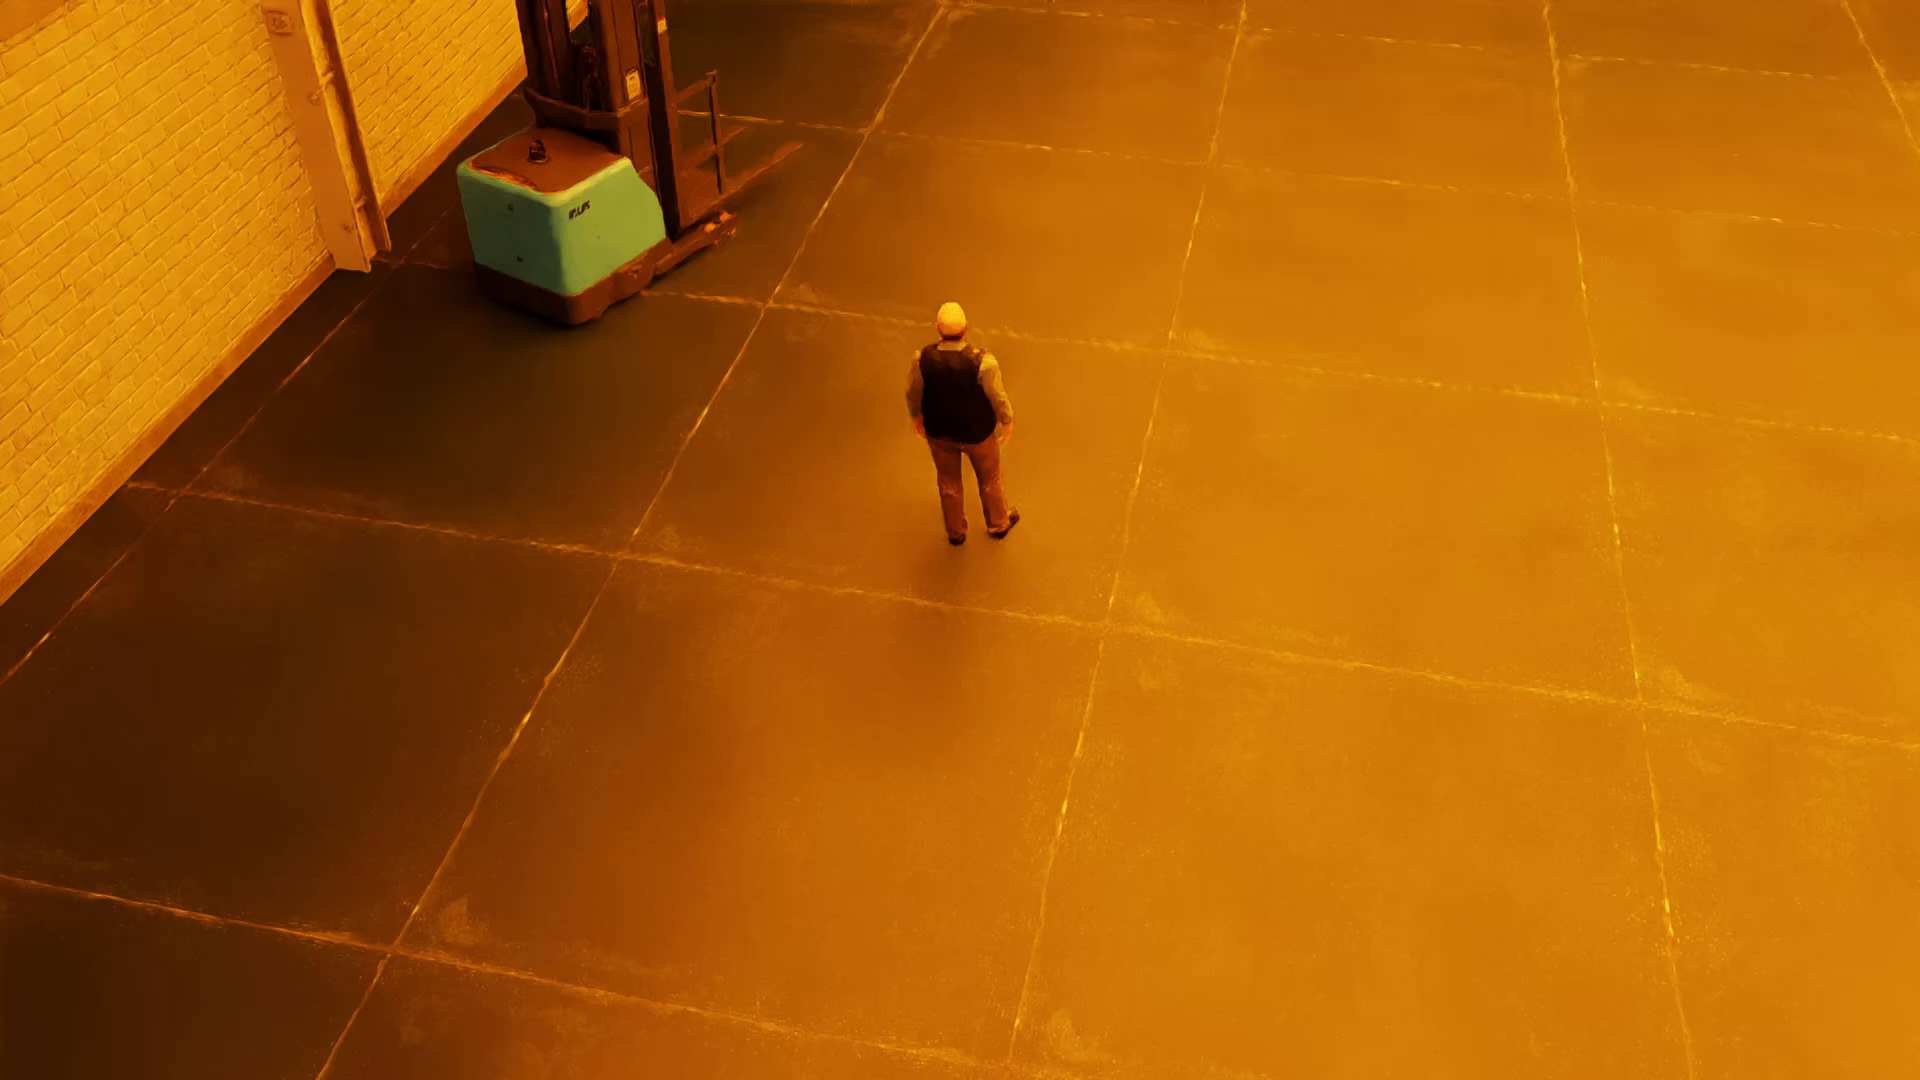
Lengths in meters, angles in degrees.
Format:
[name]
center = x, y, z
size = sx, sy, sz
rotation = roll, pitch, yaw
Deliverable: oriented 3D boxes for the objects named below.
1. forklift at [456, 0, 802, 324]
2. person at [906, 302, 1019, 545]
[forklift]
center = -2.426, -3.614, 12.417
size = 1.130, 2.935, 3.031
rotation = 22, 44, 24
[person]
center = 0.021, -0.707, 9.839
size = 0.632, 1.720, 0.567
rotation = 8, 40, 9
